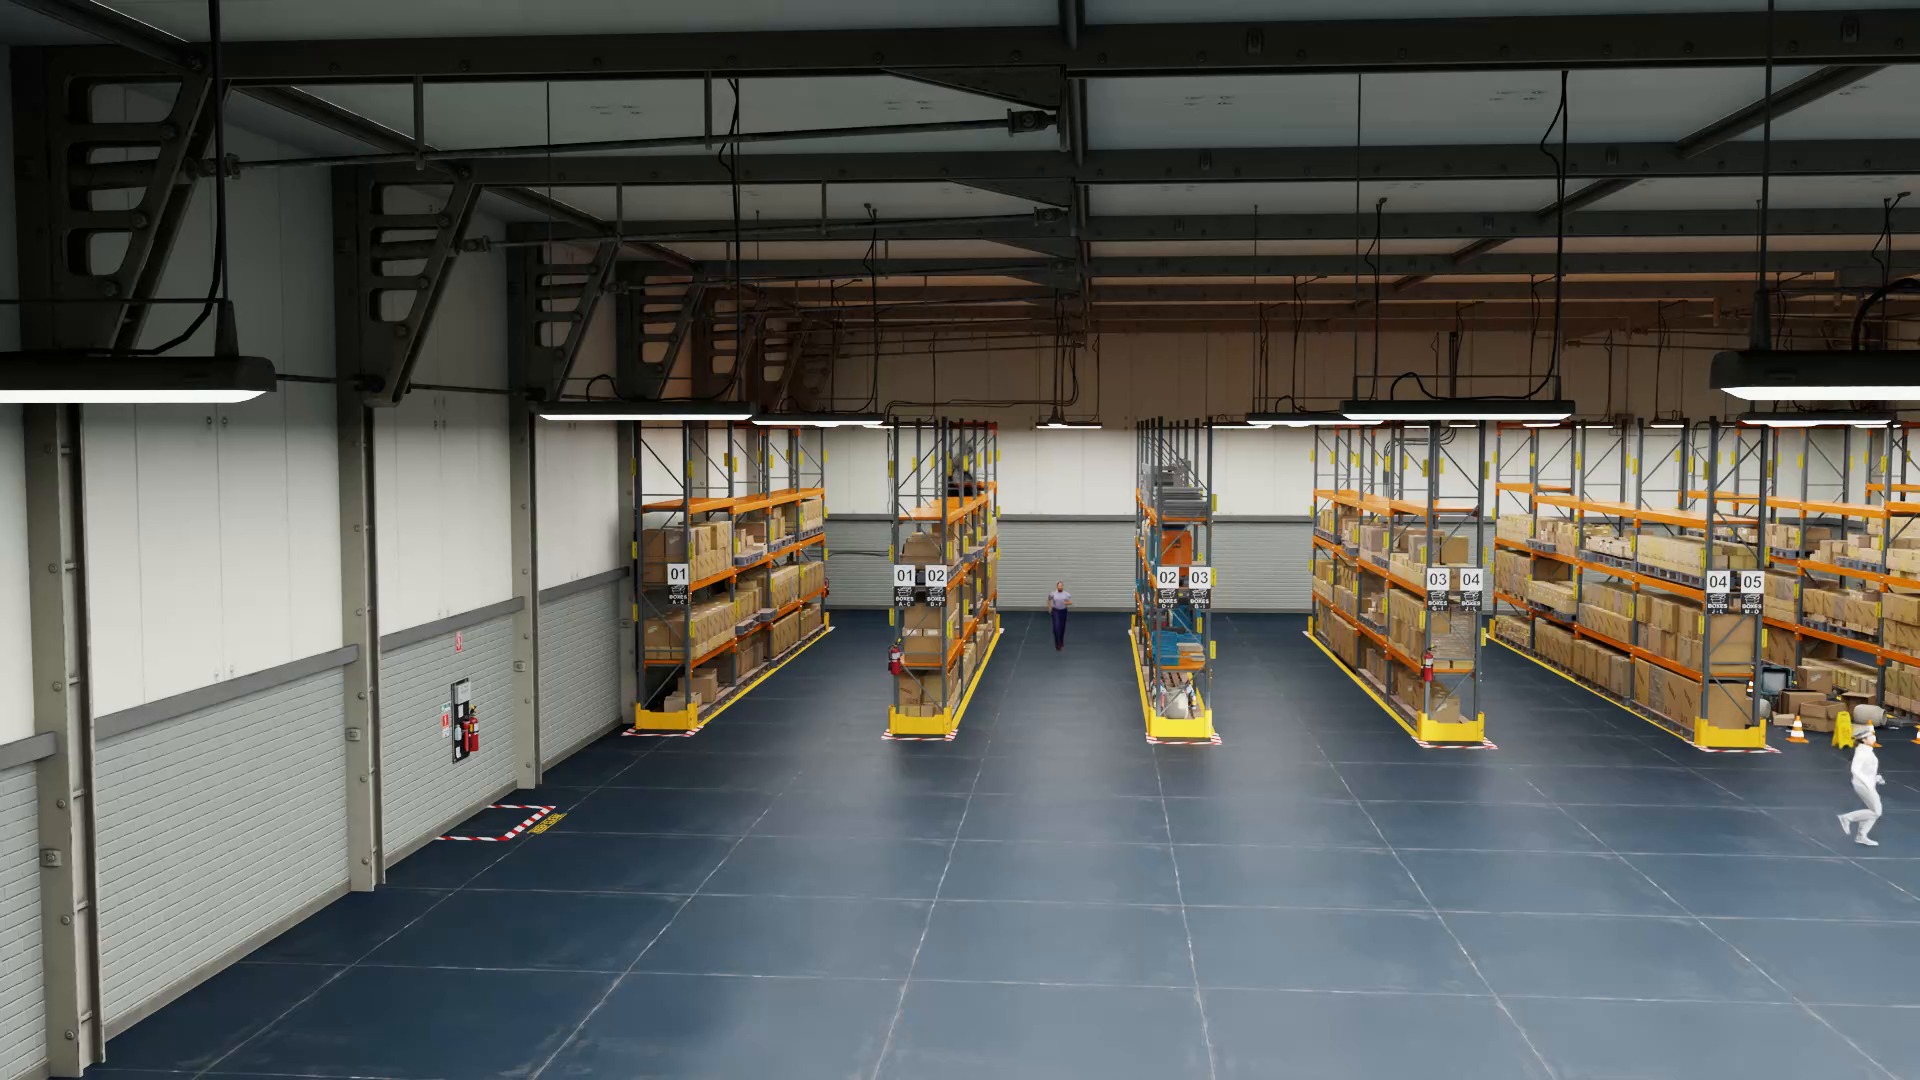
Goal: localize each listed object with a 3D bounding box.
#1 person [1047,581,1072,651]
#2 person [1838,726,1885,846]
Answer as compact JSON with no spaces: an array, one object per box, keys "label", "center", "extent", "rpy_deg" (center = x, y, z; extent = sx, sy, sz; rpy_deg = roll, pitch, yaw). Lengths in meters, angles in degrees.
[{"label":"person","center":[2.504,1.876,41.588],"extent":[0.594,1.681,0.832],"rpy_deg":[0,4,-7]},{"label":"person","center":[12.505,3.398,23.049],"extent":[0.552,1.657,0.621],"rpy_deg":[2,4,29]}]
